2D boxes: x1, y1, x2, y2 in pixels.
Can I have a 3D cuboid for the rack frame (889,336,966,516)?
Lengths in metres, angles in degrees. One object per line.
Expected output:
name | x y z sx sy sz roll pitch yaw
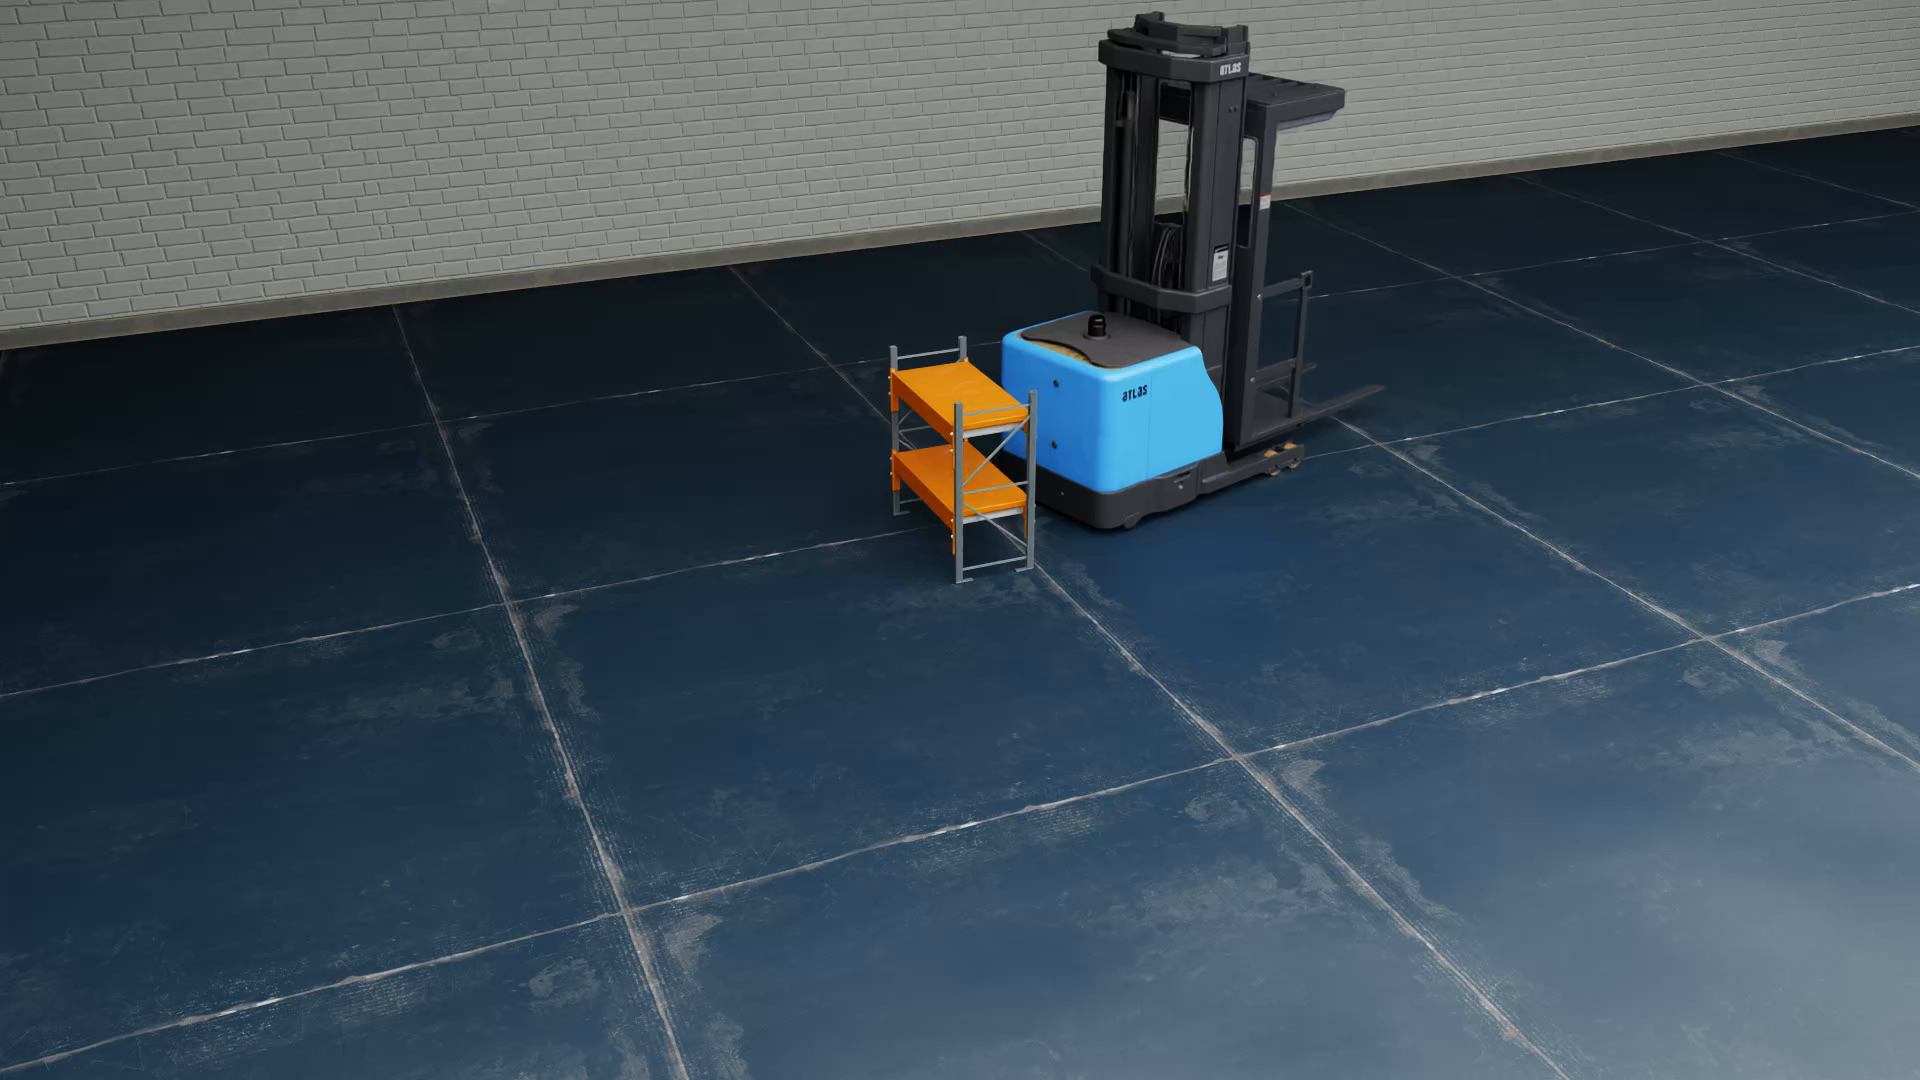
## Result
rack frame | -0.196 -0.708 10.418 0.500 1.125 0.032 -11 28 -21

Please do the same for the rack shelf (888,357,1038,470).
rack shelf | 0.003 -0.766 9.869 0.538 0.278 1.000 -11 28 -21

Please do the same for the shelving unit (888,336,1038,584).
shelving unit | 0.003 -0.503 9.998 0.538 1.125 1.048 -11 28 -21

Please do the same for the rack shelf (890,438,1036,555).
rack shelf | 0.003 -0.283 10.105 0.538 0.278 1.000 -11 28 -21

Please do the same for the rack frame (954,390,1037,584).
rack frame | 0.202 -0.298 9.577 0.500 1.125 0.032 -11 28 -21

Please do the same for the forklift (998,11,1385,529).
forklift | 1.699 -1.905 10.812 3.031 2.935 1.130 -20 33 -36
